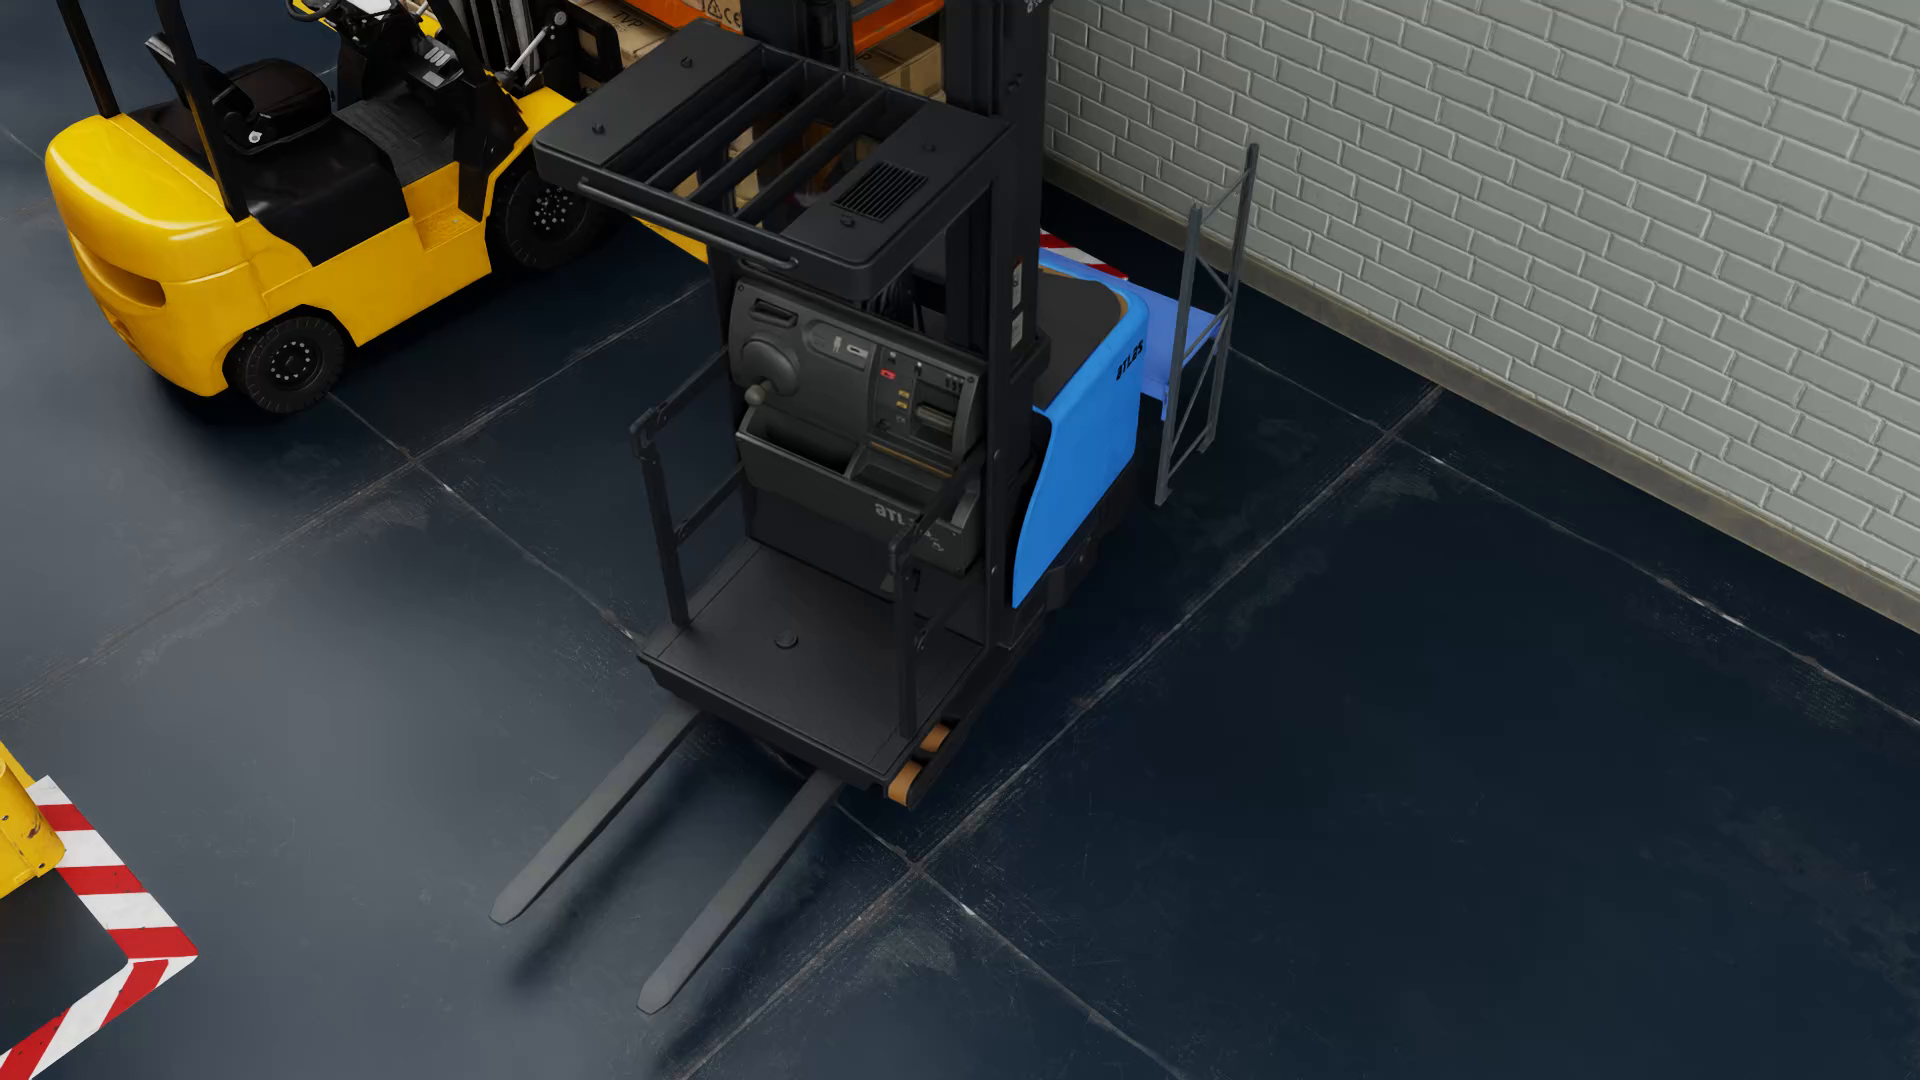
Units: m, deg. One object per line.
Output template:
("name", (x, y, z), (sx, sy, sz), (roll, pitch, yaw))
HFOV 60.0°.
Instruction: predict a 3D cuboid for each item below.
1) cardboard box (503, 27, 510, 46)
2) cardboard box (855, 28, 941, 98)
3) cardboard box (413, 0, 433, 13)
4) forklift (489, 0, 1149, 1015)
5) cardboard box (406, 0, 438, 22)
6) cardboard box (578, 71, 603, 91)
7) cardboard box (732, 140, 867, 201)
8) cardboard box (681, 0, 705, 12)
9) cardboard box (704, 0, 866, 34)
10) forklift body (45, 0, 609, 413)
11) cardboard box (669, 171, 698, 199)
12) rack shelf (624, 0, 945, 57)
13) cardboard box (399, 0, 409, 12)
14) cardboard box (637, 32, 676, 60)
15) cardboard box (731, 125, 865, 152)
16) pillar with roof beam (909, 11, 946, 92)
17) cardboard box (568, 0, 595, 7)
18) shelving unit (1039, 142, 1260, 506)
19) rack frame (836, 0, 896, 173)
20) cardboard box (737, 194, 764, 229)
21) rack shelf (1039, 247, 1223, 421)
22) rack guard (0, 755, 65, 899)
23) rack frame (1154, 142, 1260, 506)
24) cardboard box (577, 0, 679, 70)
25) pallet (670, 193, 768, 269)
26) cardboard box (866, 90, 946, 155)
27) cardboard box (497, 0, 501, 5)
("cardboard box", (-2.273, -2.764, 8.651), (0.500, 0.250, 0.500), (33, 55, 27))
("cardboard box", (-0.437, -2.203, 7.782), (0.500, 0.250, 0.500), (33, 55, 27))
("cardboard box", (-2.634, -3.019, 8.890), (0.500, 0.250, 0.500), (34, 55, 27))
("forklift", (-0.464, -0.444, 5.264), (1.130, 2.935, 3.031), (24, 51, 21))
("cardboard box", (-2.637, -2.841, 9.066), (0.500, 0.250, 0.500), (33, 55, 27))
("cardboard box", (-1.537, -2.264, 8.182), (0.500, 0.250, 0.500), (33, 55, 27))
("cardboard box", (-0.782, -1.766, 7.715), (0.500, 0.250, 0.500), (33, 55, 27))
("cardboard box", (-1.127, -2.718, 7.284), (0.500, 0.500, 0.500), (36, 56, 29))
("cardboard box", (-0.752, -2.456, 7.039), (0.500, 0.500, 0.500), (33, 55, 27))
("forklift body", (-2.843, -1.989, 7.251), (1.214, 2.155, 2.313), (34, 55, 28))
("cardboard box", (-1.131, -1.836, 8.123), (0.500, 0.250, 0.500), (34, 55, 28))
("rack shelf", (-1.682, -3.062, 8.170), (4.000, 0.370, 1.077), (34, 55, 28))
("cardboard box", (-3.021, -3.083, 9.294), (0.500, 0.250, 0.500), (34, 56, 28))
("cardboard box", (-1.142, -2.174, 7.755), (0.500, 0.250, 0.500), (35, 56, 28))
("cardboard box", (-0.763, -1.925, 7.521), (0.500, 0.250, 0.500), (36, 56, 29))
("pillar with roof beam", (-3.033, -2.894, 3.403), (0.400, 9.000, 9.100), (34, 55, 28))
("cardboard box", (-1.887, -2.673, 8.223), (0.500, 0.250, 0.500), (33, 55, 27))
("shelving unit", (0.541, -1.017, 6.784), (1.048, 1.500, 0.538), (26, 52, 22))
("rack frame", (-0.213, -2.320, 6.979), (0.127, 3.000, 1.000), (34, 55, 28))
("cardboard box", (-0.772, -1.585, 7.887), (0.500, 0.250, 0.500), (34, 56, 28))
("rack shelf", (0.541, -0.893, 6.915), (1.000, 0.185, 0.538), (26, 52, 22))
("rack guard", (-3.632, 1.159, 5.427), (0.348, 0.500, 1.175), (34, 55, 28))
("rack frame", (0.966, -0.814, 6.594), (0.032, 1.500, 0.500), (26, 52, 22))
("cardboard box", (-1.519, -2.418, 7.984), (0.500, 0.250, 0.500), (35, 56, 28))
("pallet", (-0.803, -1.721, 8.329), (1.213, 0.211, 1.003), (34, 55, 28))
("cardboard box", (-0.417, -2.037, 7.969), (0.500, 0.250, 0.500), (35, 56, 28))
("cardboard box", (-2.267, -2.937, 8.471), (0.500, 0.250, 0.500), (36, 56, 29))
